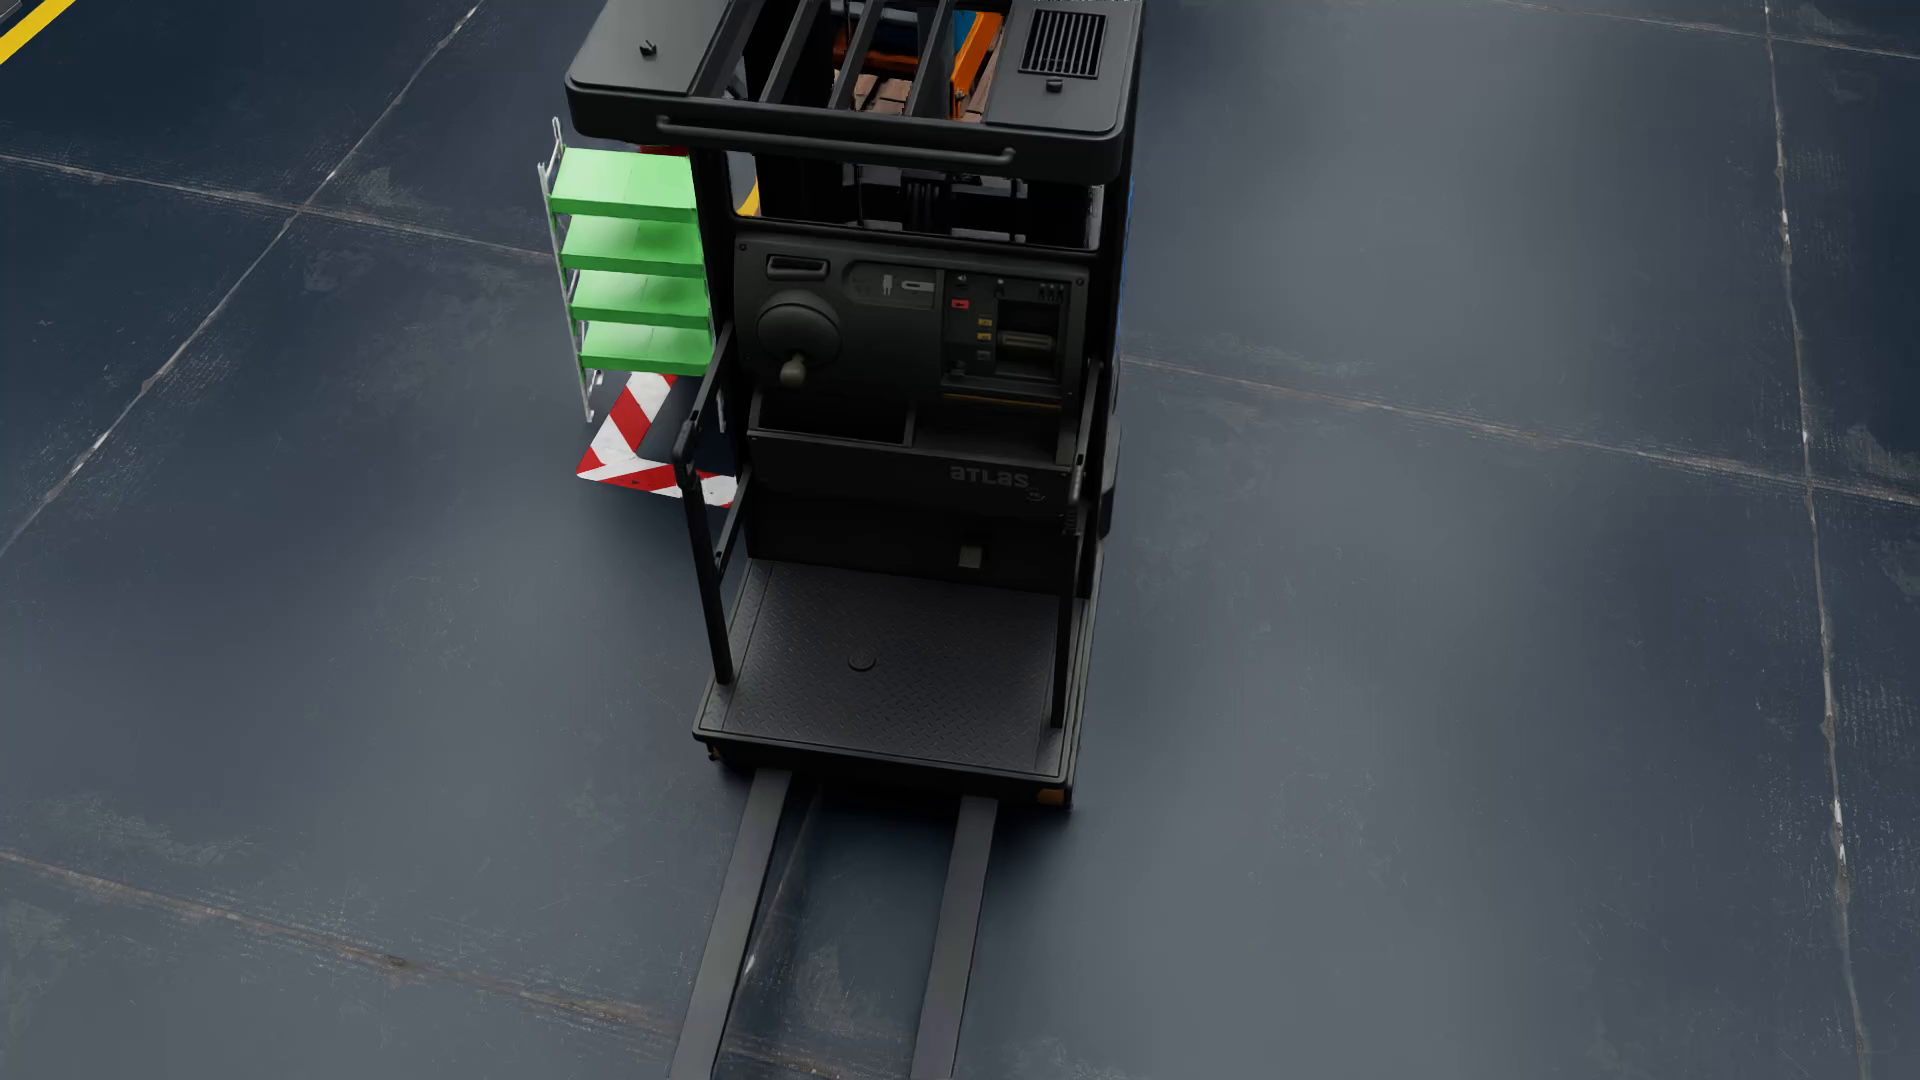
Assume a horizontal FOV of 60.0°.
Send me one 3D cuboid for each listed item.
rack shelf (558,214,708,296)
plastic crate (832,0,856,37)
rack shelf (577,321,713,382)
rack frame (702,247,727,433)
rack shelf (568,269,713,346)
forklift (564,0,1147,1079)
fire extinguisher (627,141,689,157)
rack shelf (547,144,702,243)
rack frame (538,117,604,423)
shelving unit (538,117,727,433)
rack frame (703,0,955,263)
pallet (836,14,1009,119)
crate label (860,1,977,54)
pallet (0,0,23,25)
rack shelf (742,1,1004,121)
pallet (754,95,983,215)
[{"bbox_3d":[-1.067,-0.972,5.544,0.480,0.148,0.258,5,53,0],"label":"rack shelf"},{"bbox_3d":[-0.606,-1.992,5.444,0.616,0.435,0.499,12,50,10],"label":"plastic crate"},{"bbox_3d":[-1.092,-0.685,5.928,0.480,0.148,0.258,5,53,0],"label":"rack shelf"},{"bbox_3d":[-0.833,-0.847,5.686,0.015,1.200,0.240,5,53,0],"label":"rack frame"},{"bbox_3d":[-1.079,-0.829,5.736,0.480,0.148,0.258,5,53,0],"label":"rack shelf"},{"bbox_3d":[-0.165,-0.465,4.205,1.130,2.935,3.031,7,49,6],"label":"forklift"},{"bbox_3d":[-0.992,-1.513,5.385,0.296,0.674,0.183,12,50,10],"label":"fire extinguisher"},{"bbox_3d":[-1.055,-1.116,5.353,0.480,0.148,0.258,5,53,0],"label":"rack shelf"},{"bbox_3d":[-1.319,-0.886,5.684,0.015,1.200,0.240,5,53,0],"label":"rack frame"},{"bbox_3d":[-1.076,-0.867,5.685,0.503,1.200,0.258,5,53,0],"label":"shelving unit"},{"bbox_3d":[-0.514,-1.682,5.234,1.000,3.000,0.127,12,50,10],"label":"rack frame"},{"bbox_3d":[0.064,-2.228,7.575,1.003,0.211,1.213,12,50,10],"label":"pallet"},{"bbox_3d":[-0.131,-1.760,5.374,0.416,0.233,0.303,12,50,10],"label":"crate label"},{"bbox_3d":[-5.157,-2.330,7.666,1.003,0.211,1.213,12,50,10],"label":"pallet"},{"bbox_3d":[0.013,-2.890,6.780,1.077,0.370,4.000,12,50,10],"label":"rack shelf"},{"bbox_3d":[-0.259,-1.348,6.799,1.003,0.211,1.213,12,50,10],"label":"pallet"}]
